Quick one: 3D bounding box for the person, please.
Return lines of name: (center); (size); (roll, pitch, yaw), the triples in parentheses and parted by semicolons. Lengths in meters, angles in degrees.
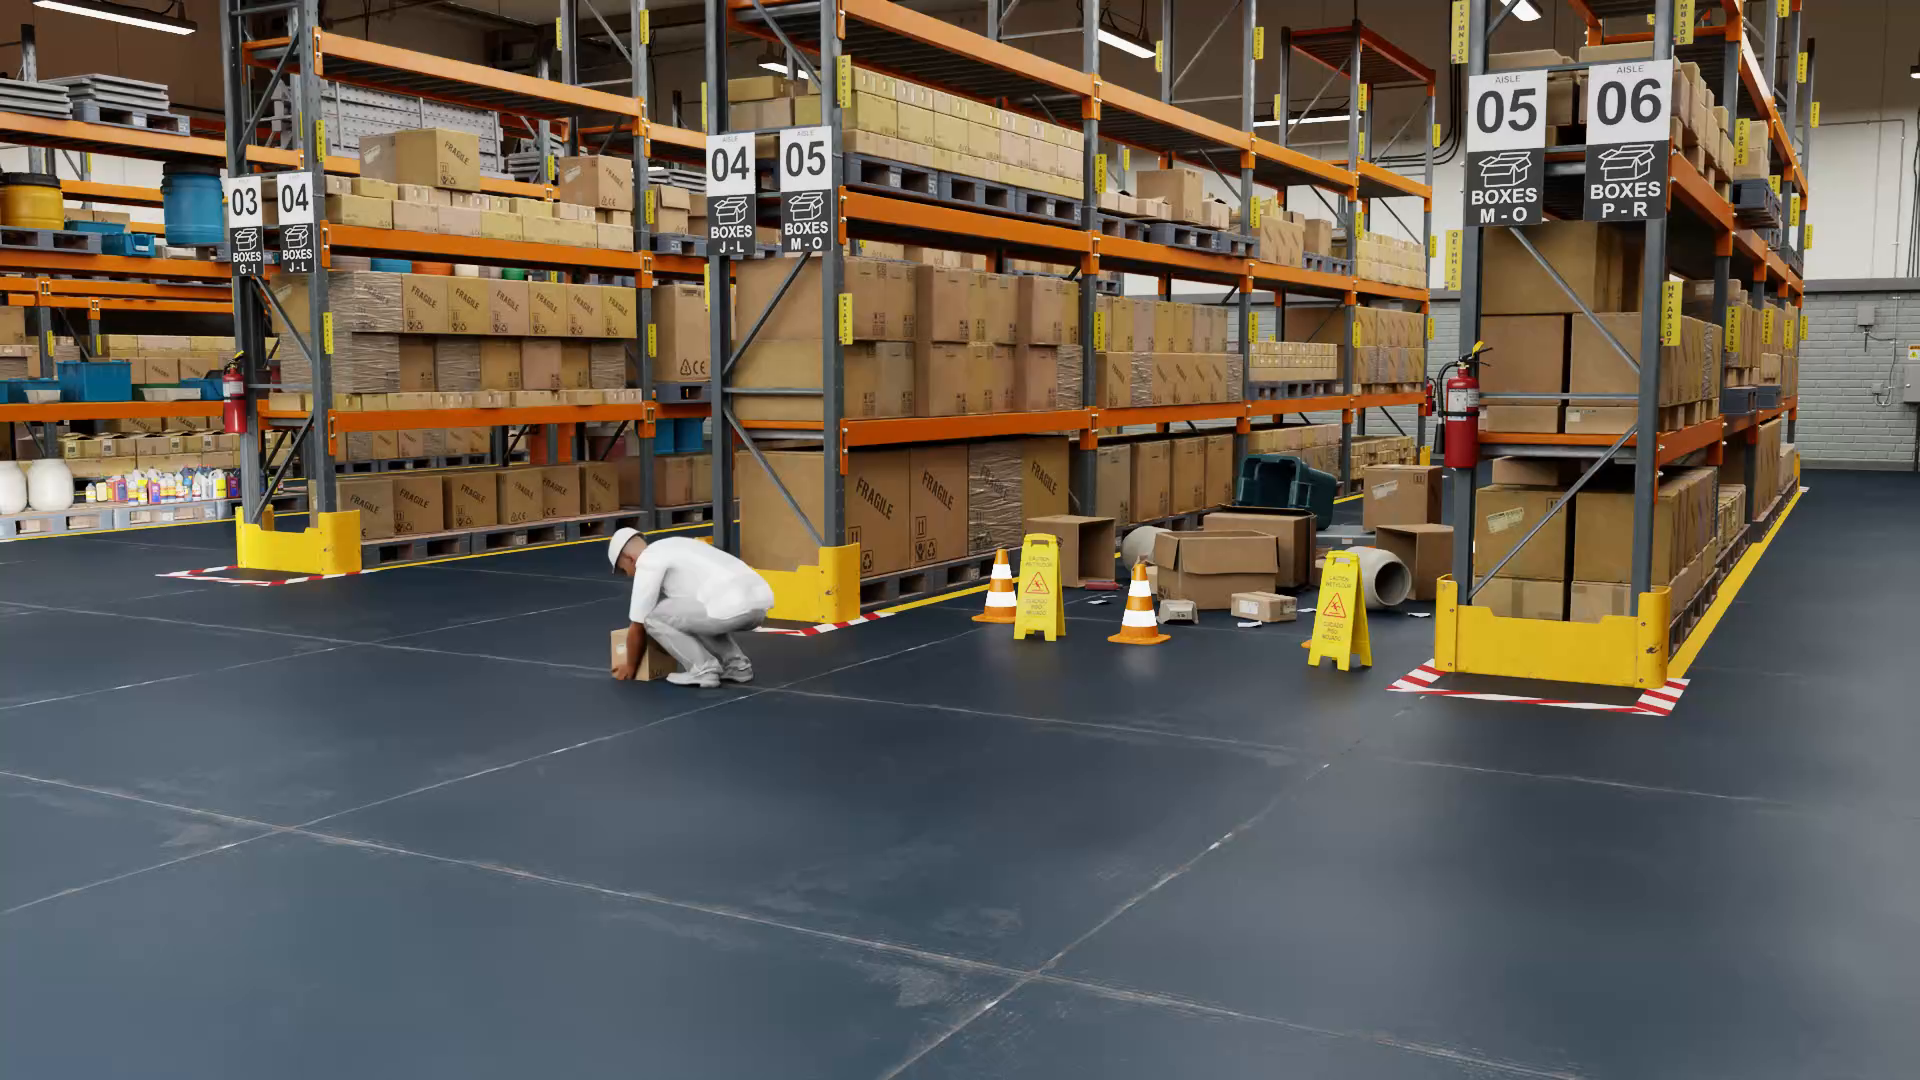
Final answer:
person: (-1.455, 0.395, 8.806); (0.928, 0.898, 0.546); (3, 7, 28)
